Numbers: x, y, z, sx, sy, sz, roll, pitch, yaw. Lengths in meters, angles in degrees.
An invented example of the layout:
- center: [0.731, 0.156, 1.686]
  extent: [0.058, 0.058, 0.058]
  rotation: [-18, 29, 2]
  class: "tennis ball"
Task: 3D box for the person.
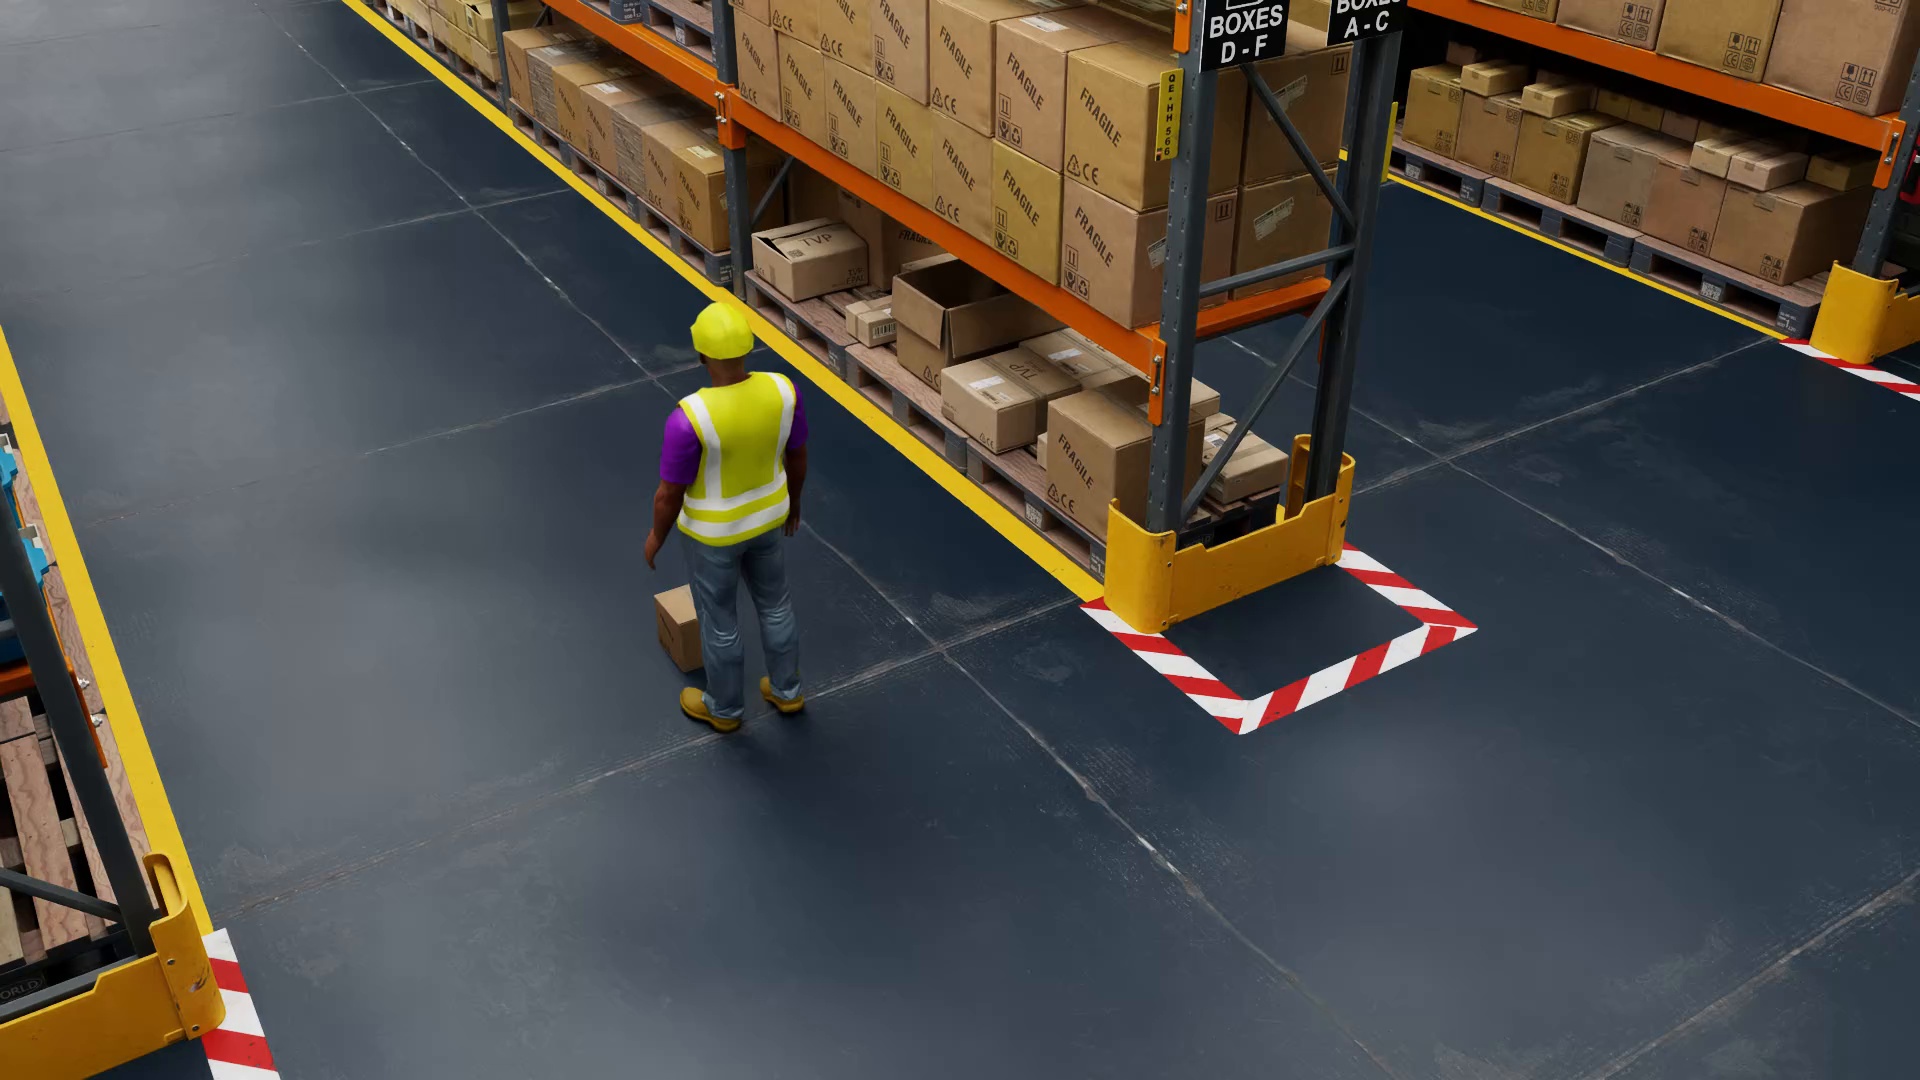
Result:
- center: [-0.861, -0.059, 6.212]
  extent: [0.631, 1.804, 0.403]
  rotation: [-23, 39, -31]
  class: "person"
